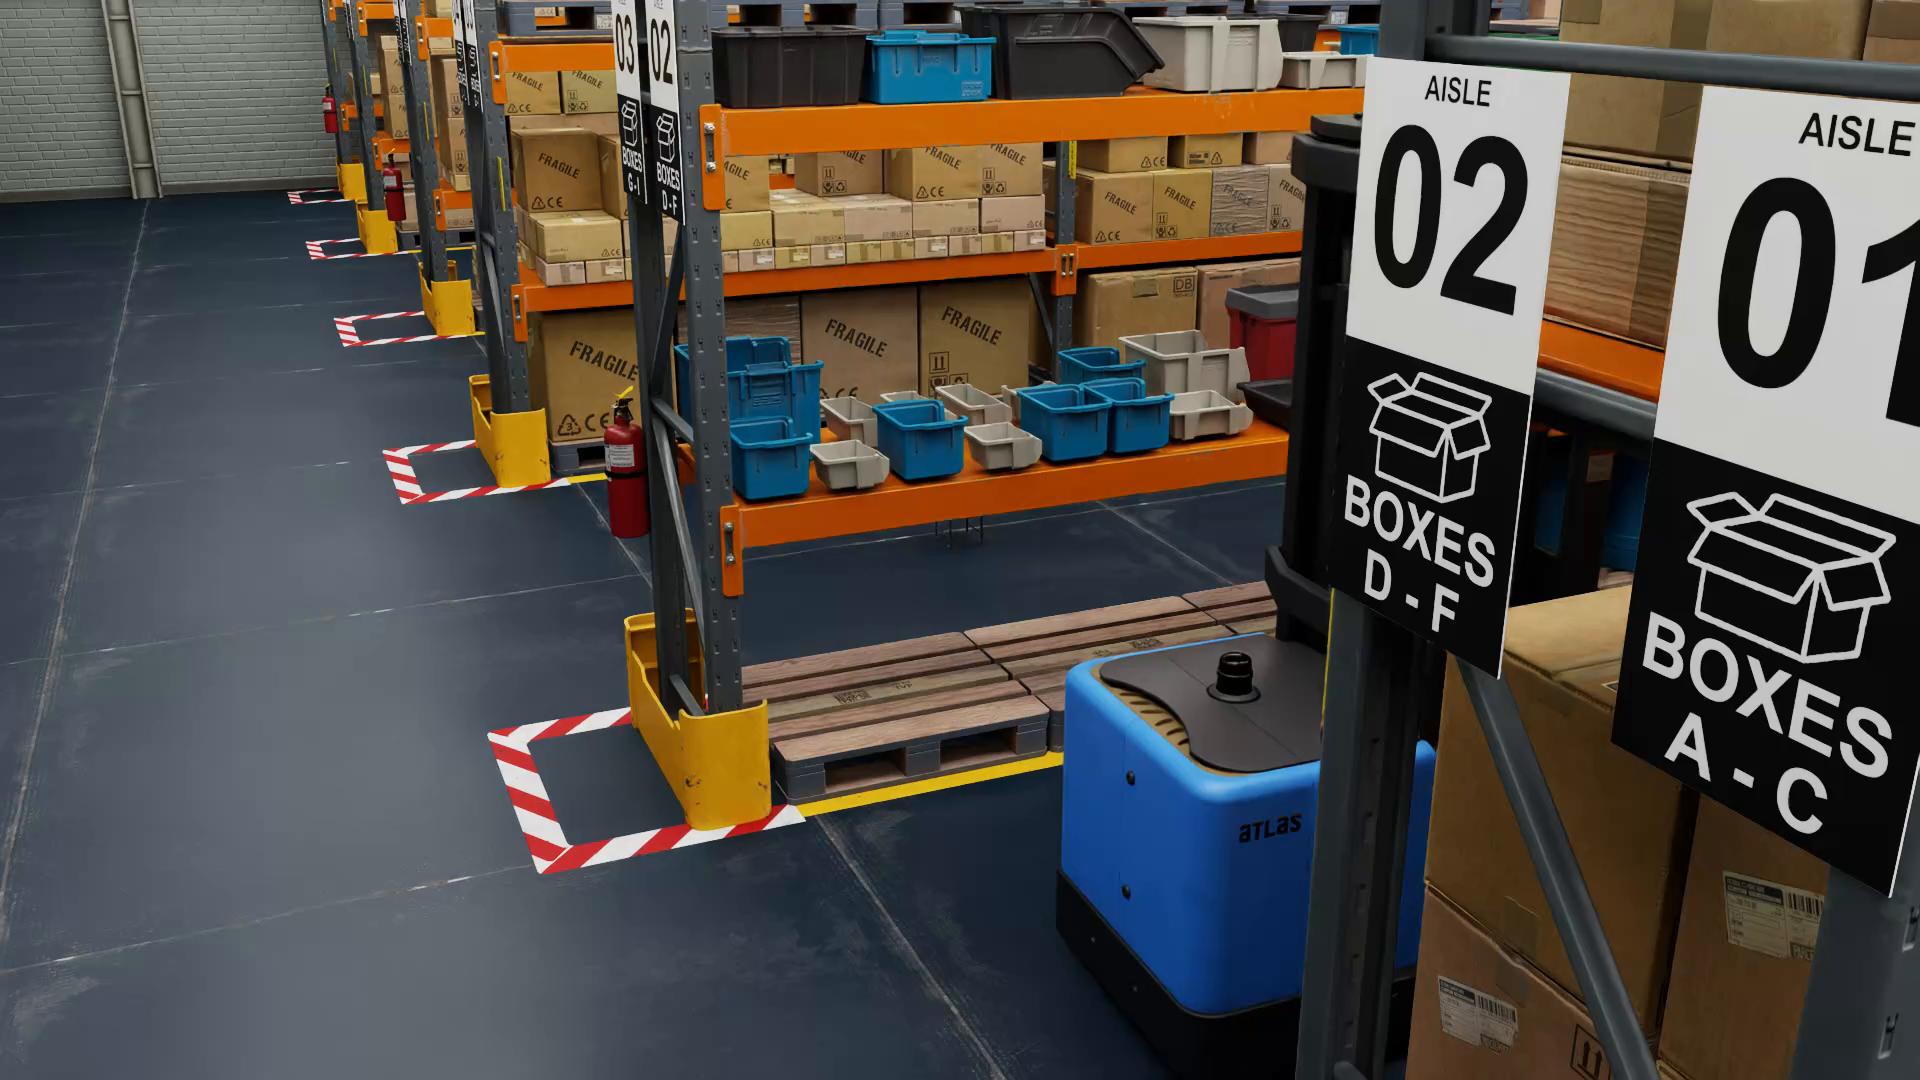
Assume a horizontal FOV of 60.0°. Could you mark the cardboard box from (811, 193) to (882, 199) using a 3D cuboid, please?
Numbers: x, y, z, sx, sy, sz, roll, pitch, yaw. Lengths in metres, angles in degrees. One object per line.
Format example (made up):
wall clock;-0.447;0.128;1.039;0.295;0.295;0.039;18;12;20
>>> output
cardboard box;-0.882;-2.435;12.198;0.500;0.250;0.500;-8;21;-21

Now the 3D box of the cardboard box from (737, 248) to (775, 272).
cardboard box;-1.451;-1.952;11.428;0.250;0.149;0.380;-8;21;-23

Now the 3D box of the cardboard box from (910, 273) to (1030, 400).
cardboard box;-0.053;-1.614;12.657;0.875;0.875;0.875;-8;21;-22

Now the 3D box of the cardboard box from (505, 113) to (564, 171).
cardboard box;-3.957;-3.721;15.475;0.500;0.500;0.500;-8;21;-22

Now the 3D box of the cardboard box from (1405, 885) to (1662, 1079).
cardboard box;1.136;0.878;2.862;0.500;0.500;0.500;-7;21;-20

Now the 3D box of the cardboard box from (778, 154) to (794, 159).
cardboard box;-1.619;-4.044;16.393;0.500;0.500;0.500;-8;21;-22

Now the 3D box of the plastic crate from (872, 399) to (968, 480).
plastic crate;-0.164;-0.412;6.838;0.300;0.233;0.416;-8;21;-22

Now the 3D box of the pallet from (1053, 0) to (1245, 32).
pallet;1.407;-3.941;12.470;1.217;0.209;0.805;-9;21;-24

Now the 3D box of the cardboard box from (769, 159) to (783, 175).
cardboard box;-1.919;-3.695;16.378;0.250;0.149;0.380;-7;21;-20

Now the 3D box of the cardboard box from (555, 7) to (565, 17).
cardboard box;-3.493;-4.945;15.260;0.500;0.250;0.500;-9;21;-24

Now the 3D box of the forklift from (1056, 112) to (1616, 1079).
forklift;1.909;0.010;5.582;3.031;2.935;1.130;-8;21;-21

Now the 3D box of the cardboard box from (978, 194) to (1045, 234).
cardboard box;0.284;-2.412;12.134;0.500;0.250;0.500;-9;21;-23

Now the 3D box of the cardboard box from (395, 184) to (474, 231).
cardboard box;-6.447;-4.083;20.329;0.875;0.438;0.875;-9;21;-24

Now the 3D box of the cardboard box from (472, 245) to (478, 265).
cardboard box;-4.574;-2.761;16.112;0.250;0.149;0.380;-8;21;-21

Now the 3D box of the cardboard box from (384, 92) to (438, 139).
cardboard box;-6.459;-4.999;19.554;0.500;0.500;0.500;-8;21;-22

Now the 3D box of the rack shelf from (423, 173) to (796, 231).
rack shelf;-3.123;-3.404;16.257;4.000;0.370;1.077;-8;21;-22

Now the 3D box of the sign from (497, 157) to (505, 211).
sign;-2.873;-2.230;10.417;0.005;0.325;0.100;-8;21;-22

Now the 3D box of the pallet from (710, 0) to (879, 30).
pallet;-1.289;-3.590;11.319;1.213;0.211;1.003;-8;21;-22

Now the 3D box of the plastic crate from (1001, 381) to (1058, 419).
plastic crate;0.334;-0.633;7.610;0.250;0.136;0.298;-8;21;-22

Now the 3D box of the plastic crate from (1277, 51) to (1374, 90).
plastic crate;1.530;-1.977;7.002;0.466;0.136;0.293;-8;21;-22

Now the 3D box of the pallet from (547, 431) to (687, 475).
pallet;-2.384;-0.768;11.886;1.213;0.211;1.003;-8;21;-22

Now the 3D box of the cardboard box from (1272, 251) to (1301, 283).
cardboard box;2.795;-2.003;13.762;0.875;0.875;1.225;-8;21;-22

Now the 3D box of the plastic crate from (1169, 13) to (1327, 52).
plastic crate;1.298;-2.244;7.558;0.590;0.269;0.497;-8;21;-22

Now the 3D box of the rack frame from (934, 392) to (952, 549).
rack frame;-0.101;-0.410;9.832;0.006;0.900;0.240;-8;21;-22

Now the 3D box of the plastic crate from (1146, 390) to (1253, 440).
plastic crate;1.067;-0.554;7.384;0.466;0.136;0.293;-8;21;-22

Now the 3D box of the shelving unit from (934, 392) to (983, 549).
shelving unit;-0.007;-0.423;9.870;0.210;0.900;0.258;-8;21;-22

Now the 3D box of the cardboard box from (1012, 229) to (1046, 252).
cardboard box;0.435;-2.222;12.195;0.250;0.149;0.380;-8;21;-22

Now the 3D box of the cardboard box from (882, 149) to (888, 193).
cardboard box;-0.411;-2.857;12.267;0.500;0.500;0.500;-8;21;-22

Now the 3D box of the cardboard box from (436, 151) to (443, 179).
cardboard box;-7.583;-5.661;24.715;0.500;0.500;0.700;-7;21;-20

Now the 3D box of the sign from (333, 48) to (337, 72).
sign;-8.768;-6.733;23.323;0.005;0.325;0.100;-8;21;-22

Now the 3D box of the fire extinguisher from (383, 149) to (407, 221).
fire extinguisher;-5.374;-3.376;15.771;0.183;0.674;0.296;-8;21;-22

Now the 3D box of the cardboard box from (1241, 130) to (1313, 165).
cardboard box;2.368;-3.261;13.106;0.637;0.503;0.797;-7;21;-20

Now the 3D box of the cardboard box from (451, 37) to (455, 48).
cardboard box;-5.846;-5.859;19.513;0.250;0.149;0.380;-9;21;-24

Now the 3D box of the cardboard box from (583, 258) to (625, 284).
cardboard box;-2.396;-1.816;11.042;0.250;0.149;0.380;-8;21;-23

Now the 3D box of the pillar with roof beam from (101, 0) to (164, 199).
pillar with roof beam;-10.110;-7.927;18.986;0.400;9.000;9.100;-8;21;-22

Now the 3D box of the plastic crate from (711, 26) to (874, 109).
plastic crate;-0.662;-1.763;6.193;0.590;0.269;0.497;-8;21;-22

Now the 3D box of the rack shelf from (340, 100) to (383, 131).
rack shelf;-7.146;-6.414;24.804;4.000;0.370;1.077;-8;21;-22

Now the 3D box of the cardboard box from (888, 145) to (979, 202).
cardboard box;-0.193;-2.697;11.815;0.500;0.500;0.500;-8;21;-21

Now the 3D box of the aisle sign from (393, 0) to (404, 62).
aisle sign;-5.145;-4.788;15.191;0.004;0.787;0.394;-8;21;-22

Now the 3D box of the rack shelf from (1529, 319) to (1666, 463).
rack shelf;2.669;-0.272;2.844;4.000;0.370;1.077;-8;21;-22

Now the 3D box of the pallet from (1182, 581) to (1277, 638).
pallet;1.887;0.454;8.416;1.213;0.211;1.003;-8;21;-22

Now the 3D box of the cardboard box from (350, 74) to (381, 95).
cardboard box;-8.459;-6.537;23.849;0.500;0.250;0.500;-8;21;-22

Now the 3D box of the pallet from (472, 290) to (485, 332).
pallet;-4.130;-2.271;16.155;1.213;0.211;1.003;-8;21;-22

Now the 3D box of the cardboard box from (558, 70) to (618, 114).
cardboard box;-3.495;-4.248;15.465;0.500;0.500;0.500;-9;21;-23

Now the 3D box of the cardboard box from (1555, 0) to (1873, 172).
cardboard box;1.204;-0.658;2.332;0.500;0.250;0.500;-8;21;-22

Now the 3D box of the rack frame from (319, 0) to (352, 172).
rack frame;-8.983;-6.490;23.937;0.127;3.000;1.000;-8;21;-22

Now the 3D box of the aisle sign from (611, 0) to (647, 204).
aisle sign;-1.308;-1.750;6.562;0.004;0.787;0.394;-8;21;-22

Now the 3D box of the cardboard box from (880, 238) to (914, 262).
cardboard box;-0.510;-2.087;11.810;0.250;0.149;0.380;-8;21;-21

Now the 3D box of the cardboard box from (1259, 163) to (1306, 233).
cardboard box;2.500;-2.714;13.063;0.500;0.500;0.500;-8;21;-21

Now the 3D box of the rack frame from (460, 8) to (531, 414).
rack frame;-3.088;-1.955;11.057;0.127;3.000;1.000;-8;21;-22

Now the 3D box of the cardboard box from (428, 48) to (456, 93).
cardboard box;-5.988;-5.542;19.589;0.500;0.500;0.500;-9;21;-23

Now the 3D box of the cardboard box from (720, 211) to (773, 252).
cardboard box;-1.603;-2.140;11.362;0.500;0.250;0.500;-9;21;-24

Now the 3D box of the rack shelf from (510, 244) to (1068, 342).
rack shelf;-1.251;-1.878;11.923;4.000;0.370;1.077;-8;21;-22

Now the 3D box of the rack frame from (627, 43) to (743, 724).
rack frame;-1.126;-0.444;6.767;0.127;3.000;1.000;-8;21;-22

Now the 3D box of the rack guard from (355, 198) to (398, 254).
rack guard;-7.035;-3.794;20.046;0.348;0.500;1.175;-8;21;-22
